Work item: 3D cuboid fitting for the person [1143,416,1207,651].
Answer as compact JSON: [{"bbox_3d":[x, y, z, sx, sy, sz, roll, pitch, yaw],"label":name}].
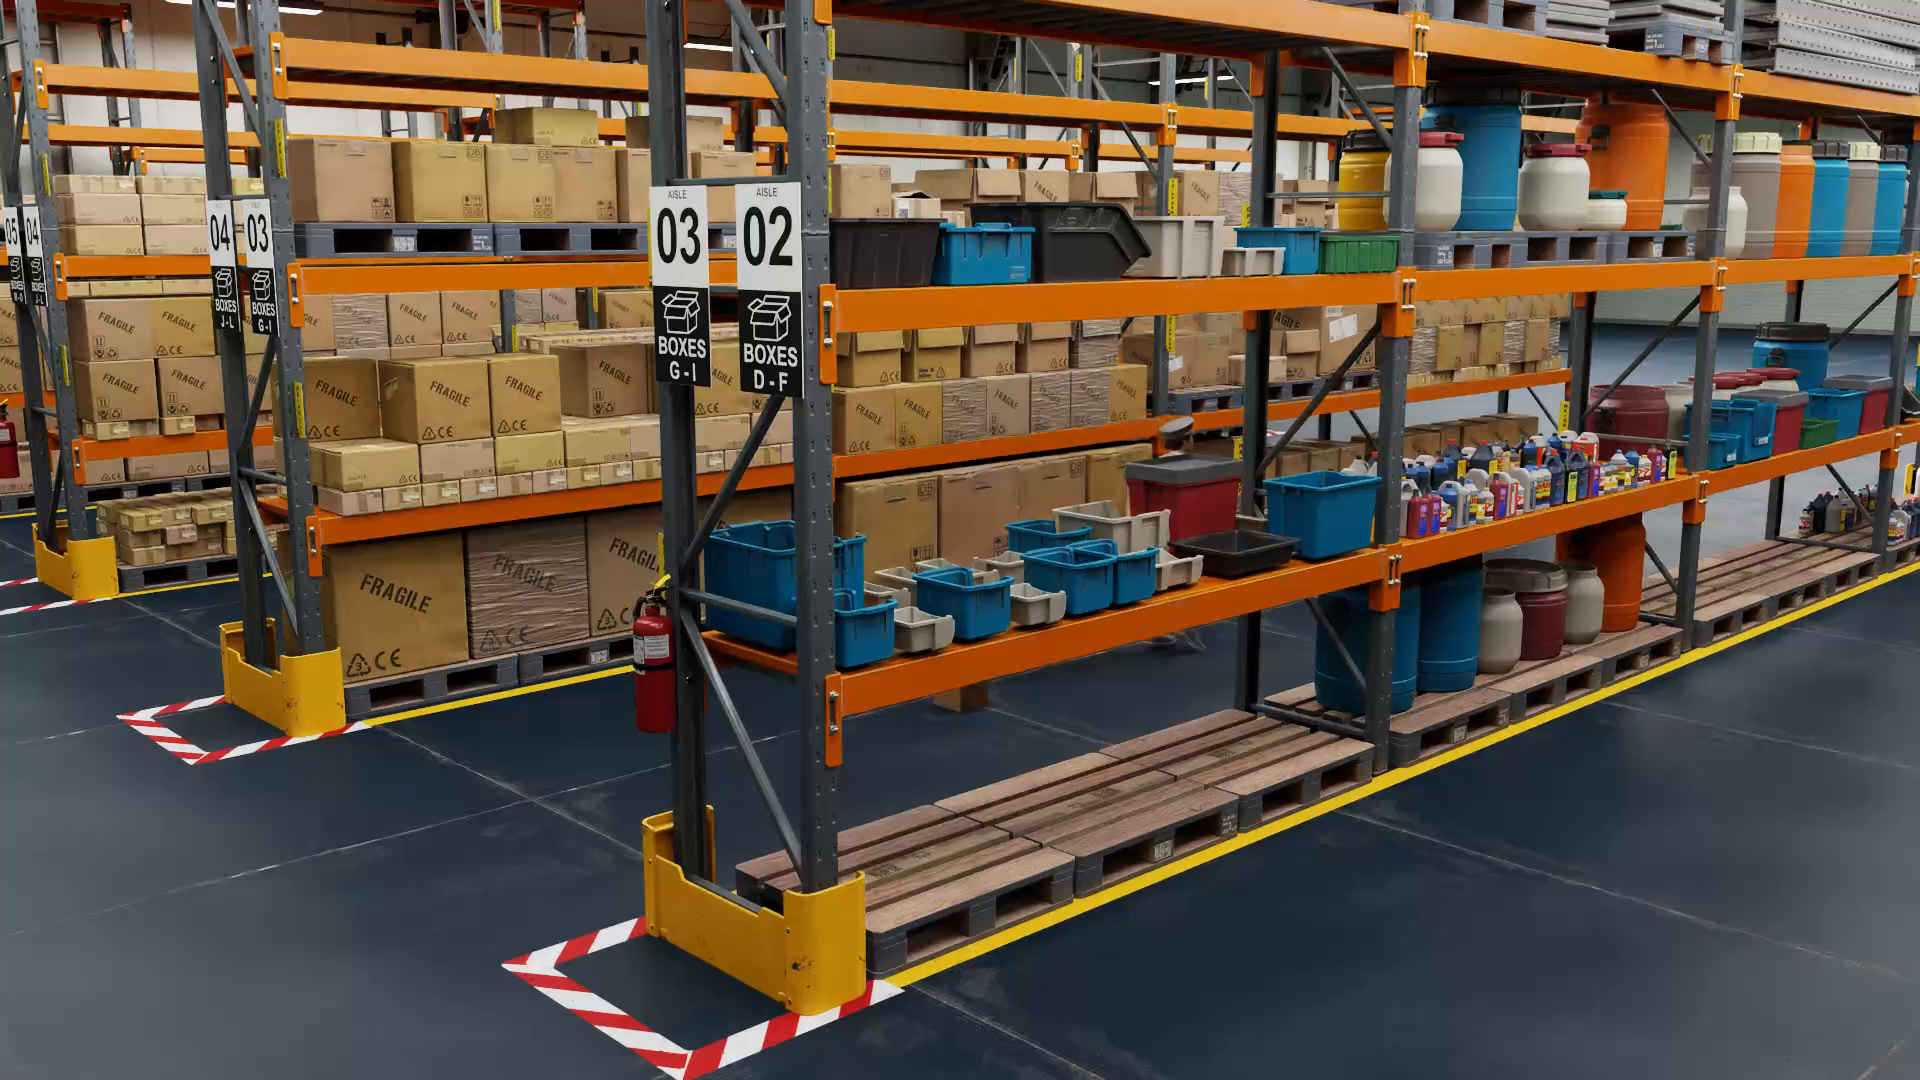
[{"bbox_3d":[1.576,-0.027,12.043,0.488,1.739,0.528,-6,12,-28],"label":"person"}]
